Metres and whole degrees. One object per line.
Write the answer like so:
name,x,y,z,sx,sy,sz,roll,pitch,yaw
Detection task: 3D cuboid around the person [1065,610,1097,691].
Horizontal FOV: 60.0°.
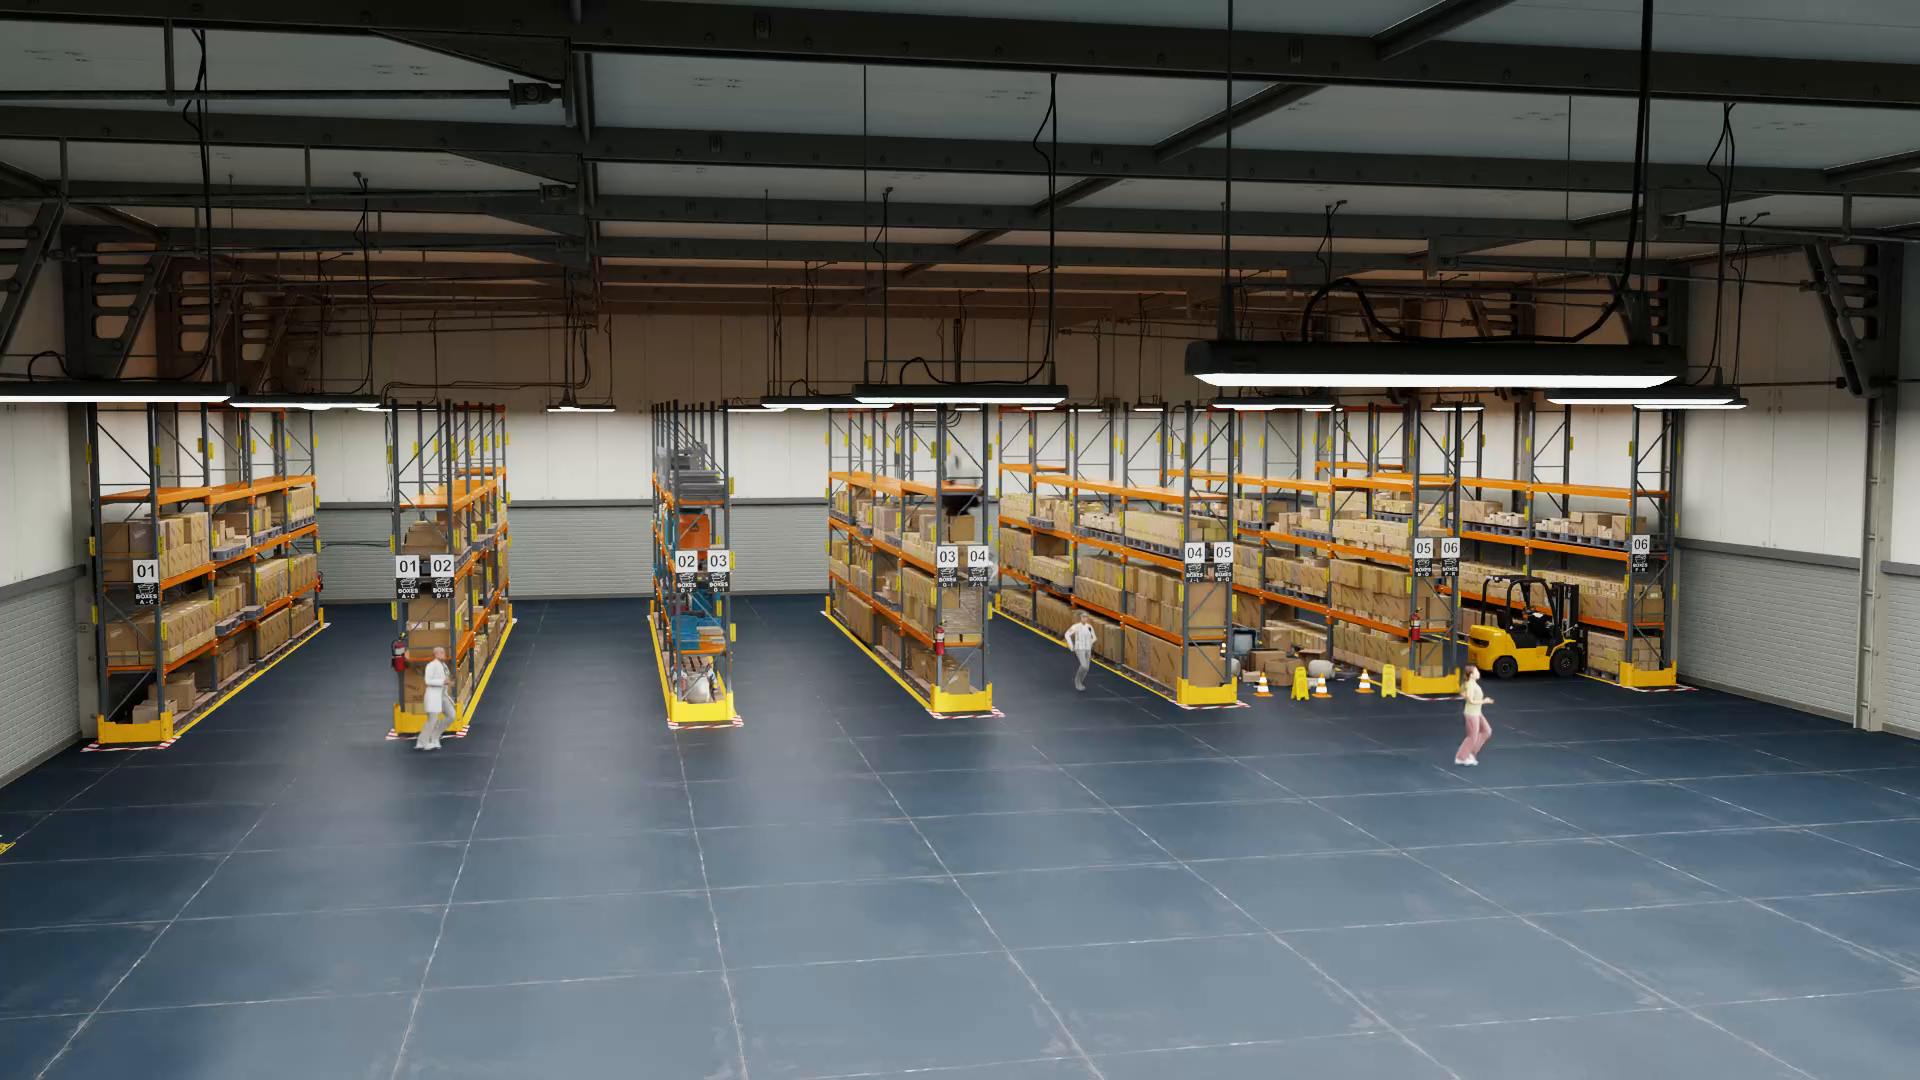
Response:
person,2.556,2.285,34.378,0.593,1.670,0.636,-2,5,-25

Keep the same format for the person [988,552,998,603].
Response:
person,0.764,1.160,49.558,0.807,1.638,0.676,-2,5,-20

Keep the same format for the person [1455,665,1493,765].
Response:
person,8.379,2.855,27.054,0.595,1.656,0.562,2,5,21

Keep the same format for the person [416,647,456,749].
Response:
person,-8.915,2.708,28.514,0.742,1.761,0.701,1,4,16

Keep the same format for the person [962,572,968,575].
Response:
person,0.298,1.367,46.133,0.731,1.839,0.986,0,4,-2
